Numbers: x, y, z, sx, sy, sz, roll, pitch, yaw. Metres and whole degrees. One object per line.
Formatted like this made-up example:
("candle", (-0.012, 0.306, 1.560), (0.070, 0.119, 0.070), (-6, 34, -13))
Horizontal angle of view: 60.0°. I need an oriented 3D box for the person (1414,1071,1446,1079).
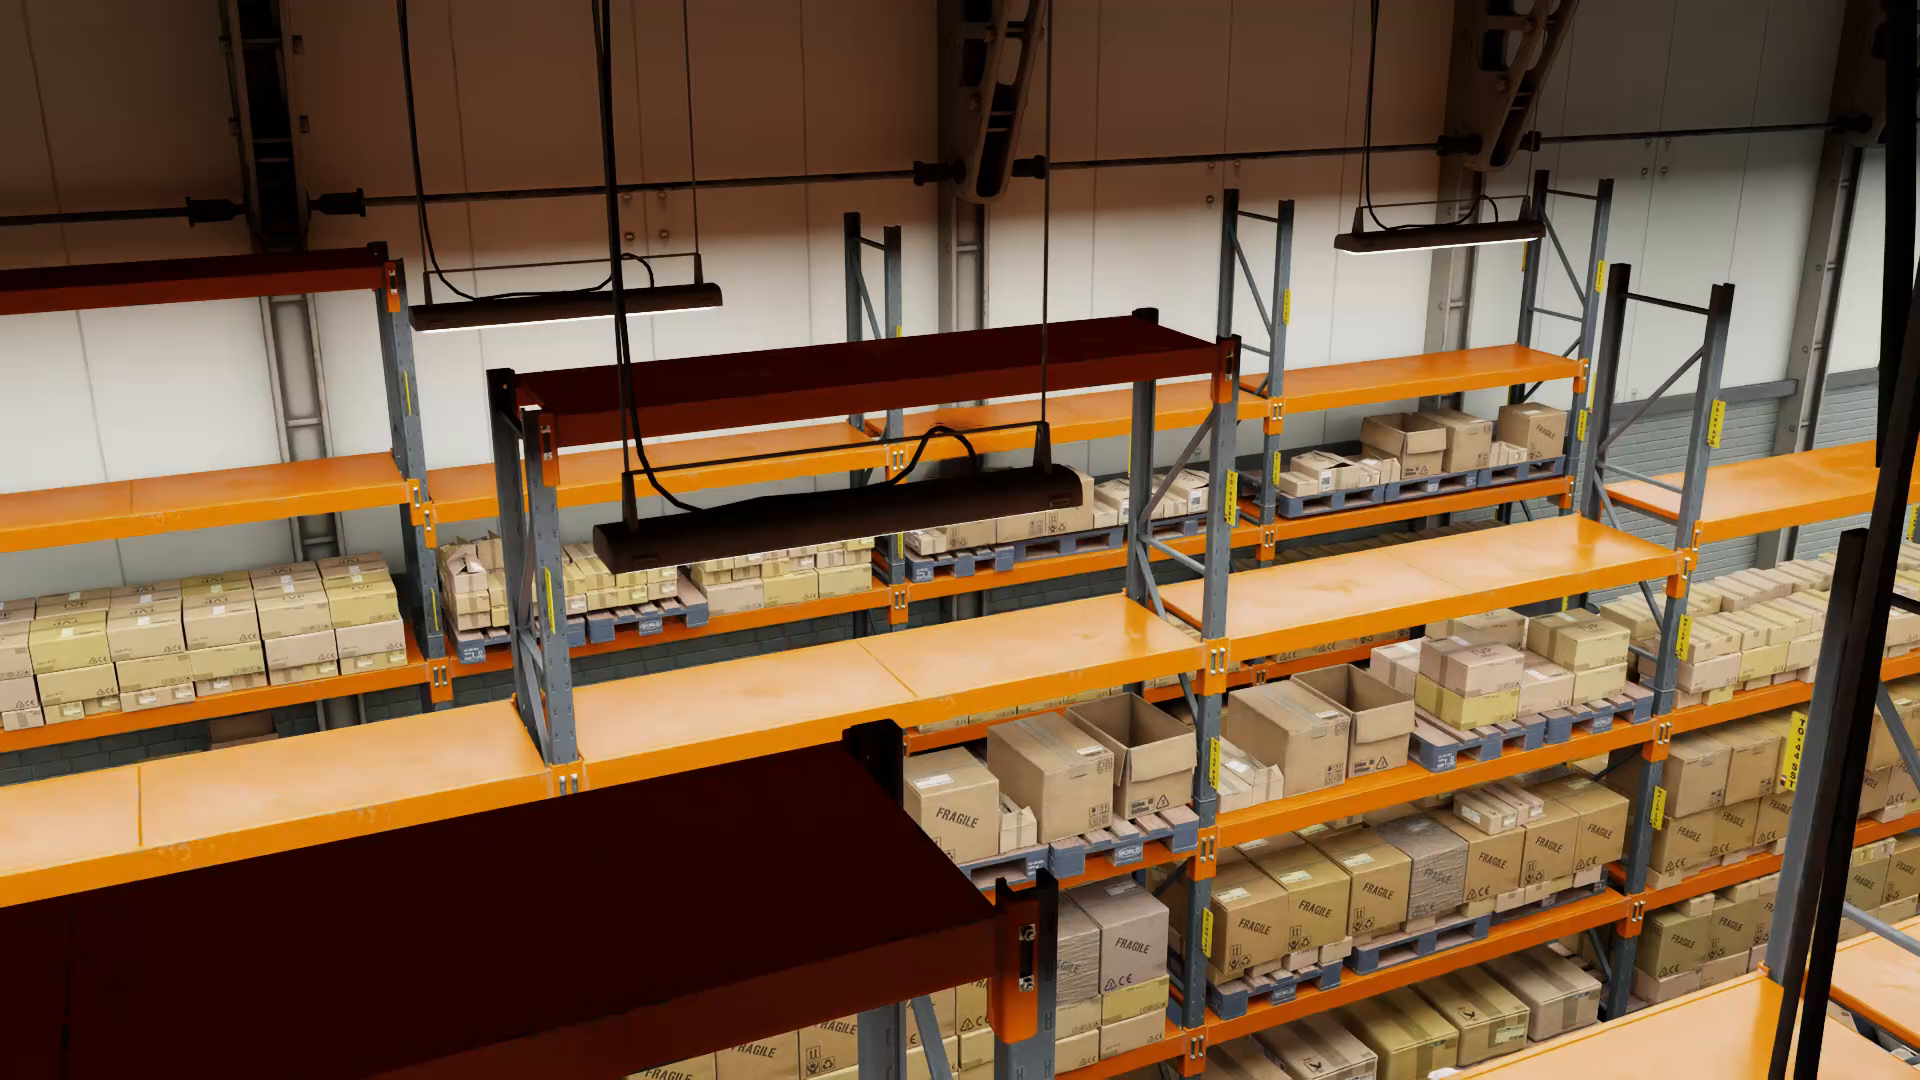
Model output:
("person", (2.874, 4.004, 10.311), (0.476, 1.750, 0.733), (9, 21, 24))
